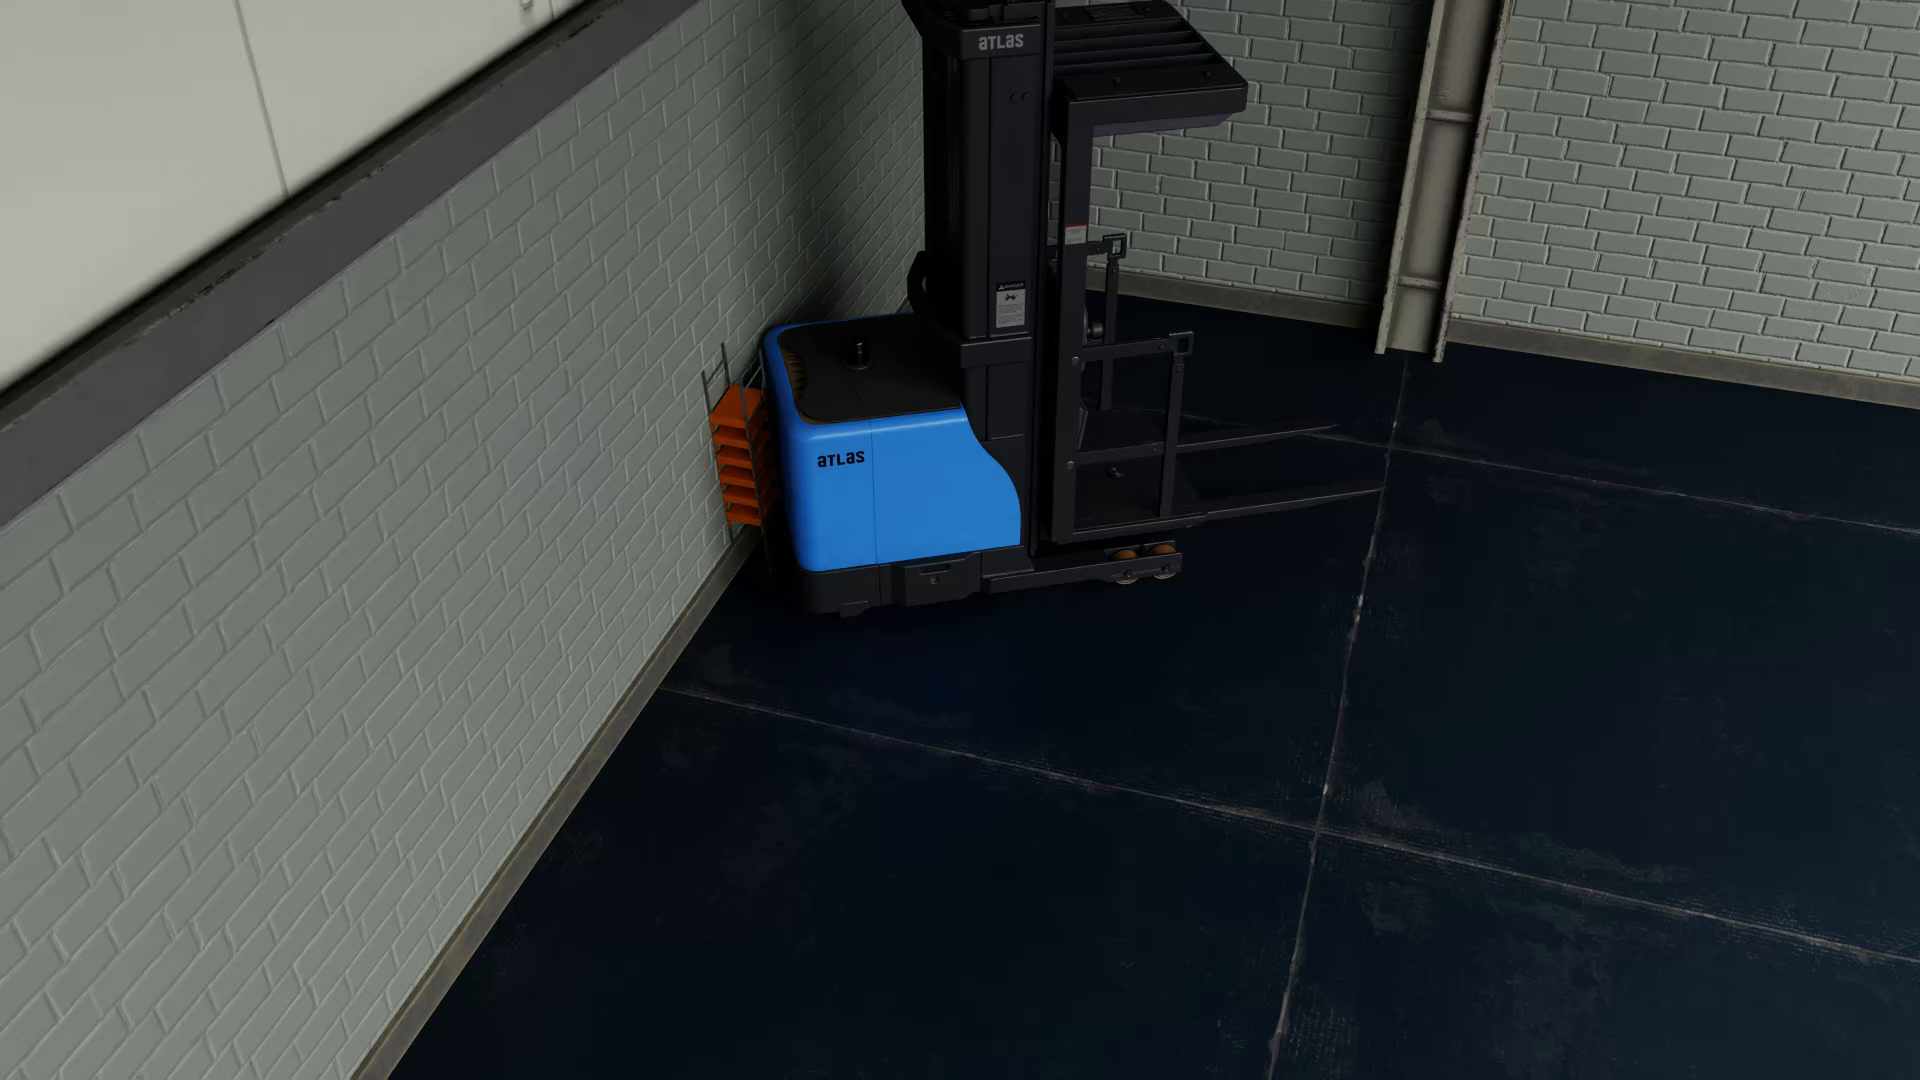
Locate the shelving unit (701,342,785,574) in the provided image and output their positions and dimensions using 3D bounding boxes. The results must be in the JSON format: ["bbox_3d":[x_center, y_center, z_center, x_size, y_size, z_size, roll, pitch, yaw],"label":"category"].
[{"bbox_3d":[-1.010,-0.368,7.907,0.189,1.200,0.258,11,44,14],"label":"shelving unit"}]

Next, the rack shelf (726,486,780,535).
[{"bbox_3d":[-1.000,-0.159,8.100,0.180,0.103,0.258,11,44,14],"label":"rack shelf"}]

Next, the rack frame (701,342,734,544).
[{"bbox_3d":[-1.097,-0.385,7.930,0.006,1.200,0.240,11,44,14],"label":"rack frame"}]

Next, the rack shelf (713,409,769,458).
[{"bbox_3d":[-1.017,-0.511,7.775,0.180,0.103,0.258,11,44,14],"label":"rack shelf"}]

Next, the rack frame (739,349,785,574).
[{"bbox_3d":[-0.923,-0.351,7.885,0.006,1.200,0.240,11,44,14],"label":"rack frame"}]

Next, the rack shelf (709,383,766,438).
[{"bbox_3d":[-1.021,-0.600,7.694,0.180,0.103,0.258,11,44,14],"label":"rack shelf"}]

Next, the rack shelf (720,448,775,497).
[{"bbox_3d":[-1.008,-0.335,7.938,0.180,0.103,0.258,11,44,14],"label":"rack shelf"}]

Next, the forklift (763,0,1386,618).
[{"bbox_3d":[0.613,-1.263,7.678,3.031,2.935,1.130,-8,37,-10],"label":"forklift"}]

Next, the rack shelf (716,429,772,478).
[{"bbox_3d":[-1.013,-0.423,7.856,0.180,0.103,0.258,11,44,14],"label":"rack shelf"}]

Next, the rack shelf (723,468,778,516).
[{"bbox_3d":[-1.004,-0.247,8.019,0.180,0.103,0.258,11,44,14],"label":"rack shelf"}]

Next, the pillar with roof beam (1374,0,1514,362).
[{"bbox_3d":[1.431,-2.363,4.054,0.400,9.000,9.100,10,38,14],"label":"pillar with roof beam"}]
